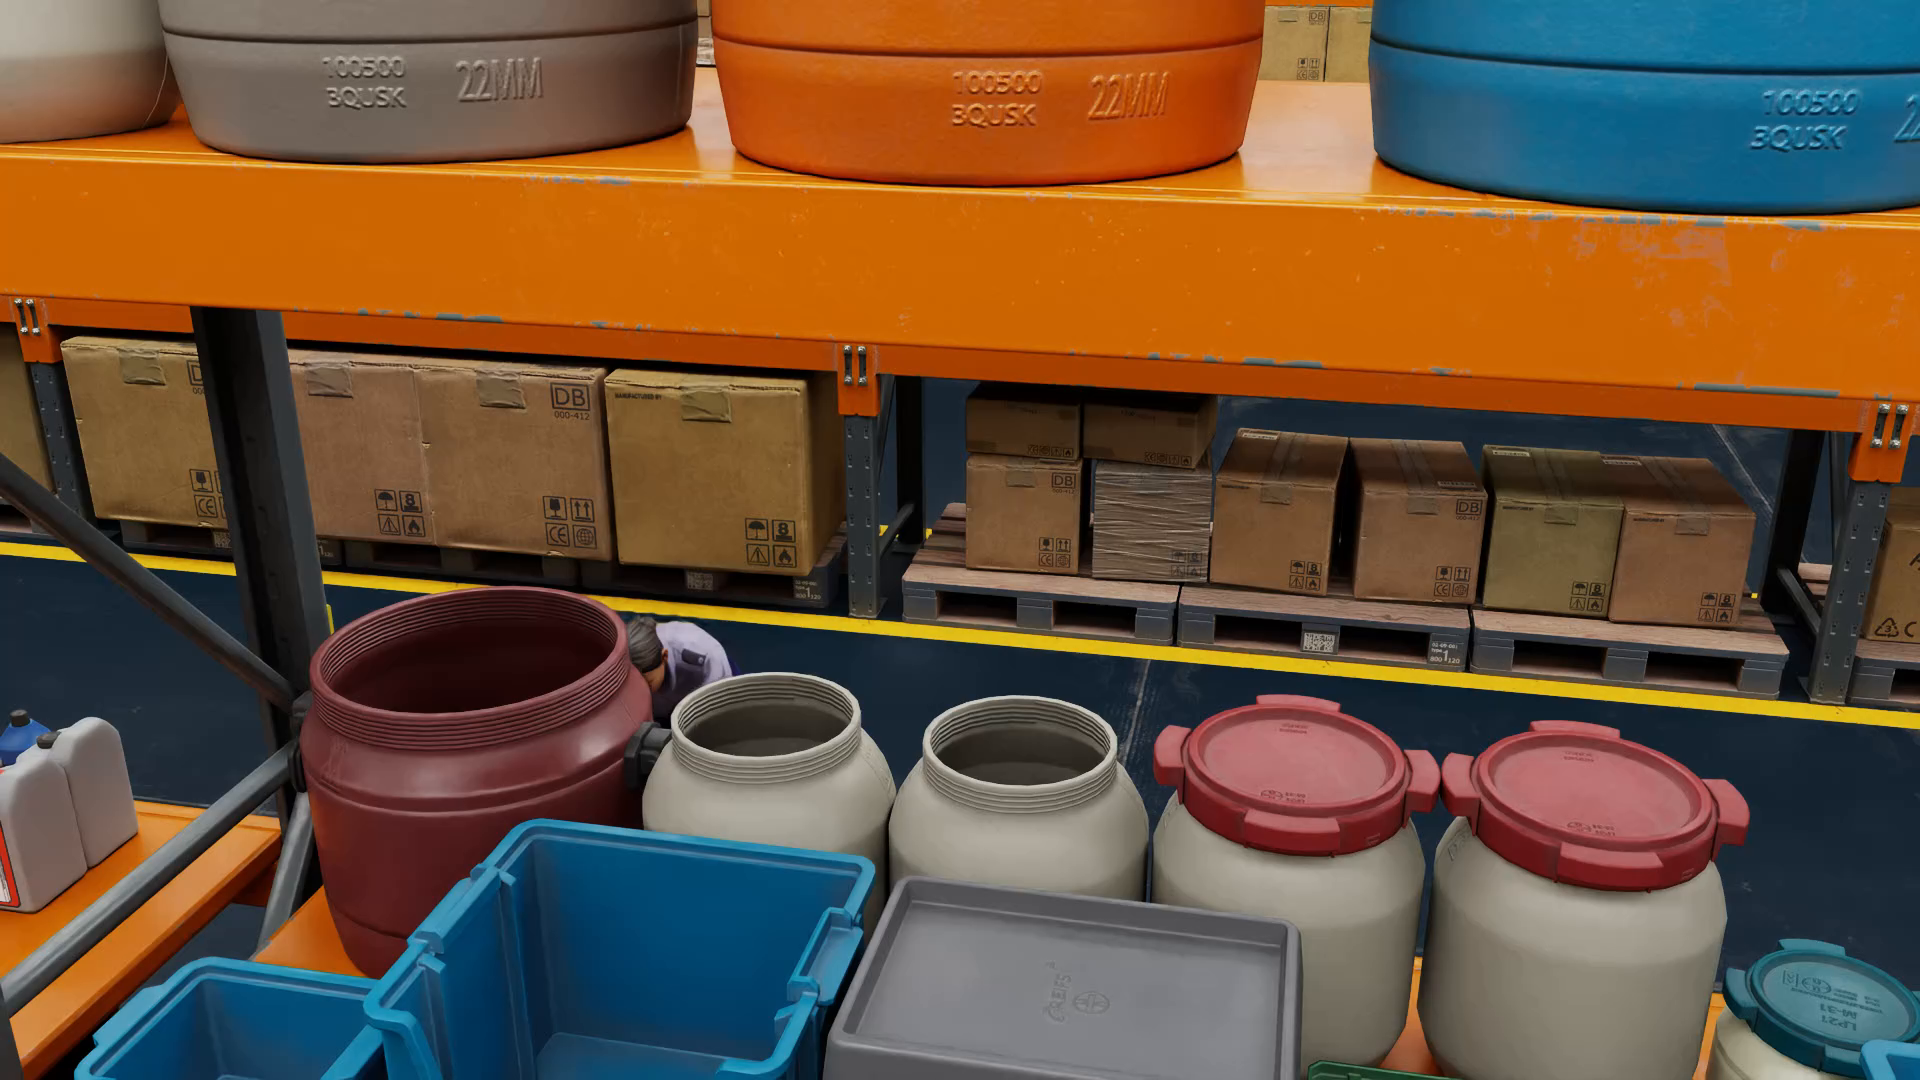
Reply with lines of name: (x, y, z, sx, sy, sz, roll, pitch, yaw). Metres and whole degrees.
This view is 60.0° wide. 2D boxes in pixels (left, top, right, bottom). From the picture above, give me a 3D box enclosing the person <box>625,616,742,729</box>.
person: (-0.914, 0.638, 5.272, 0.534, 1.086, 0.779, 4, 22, 11)
